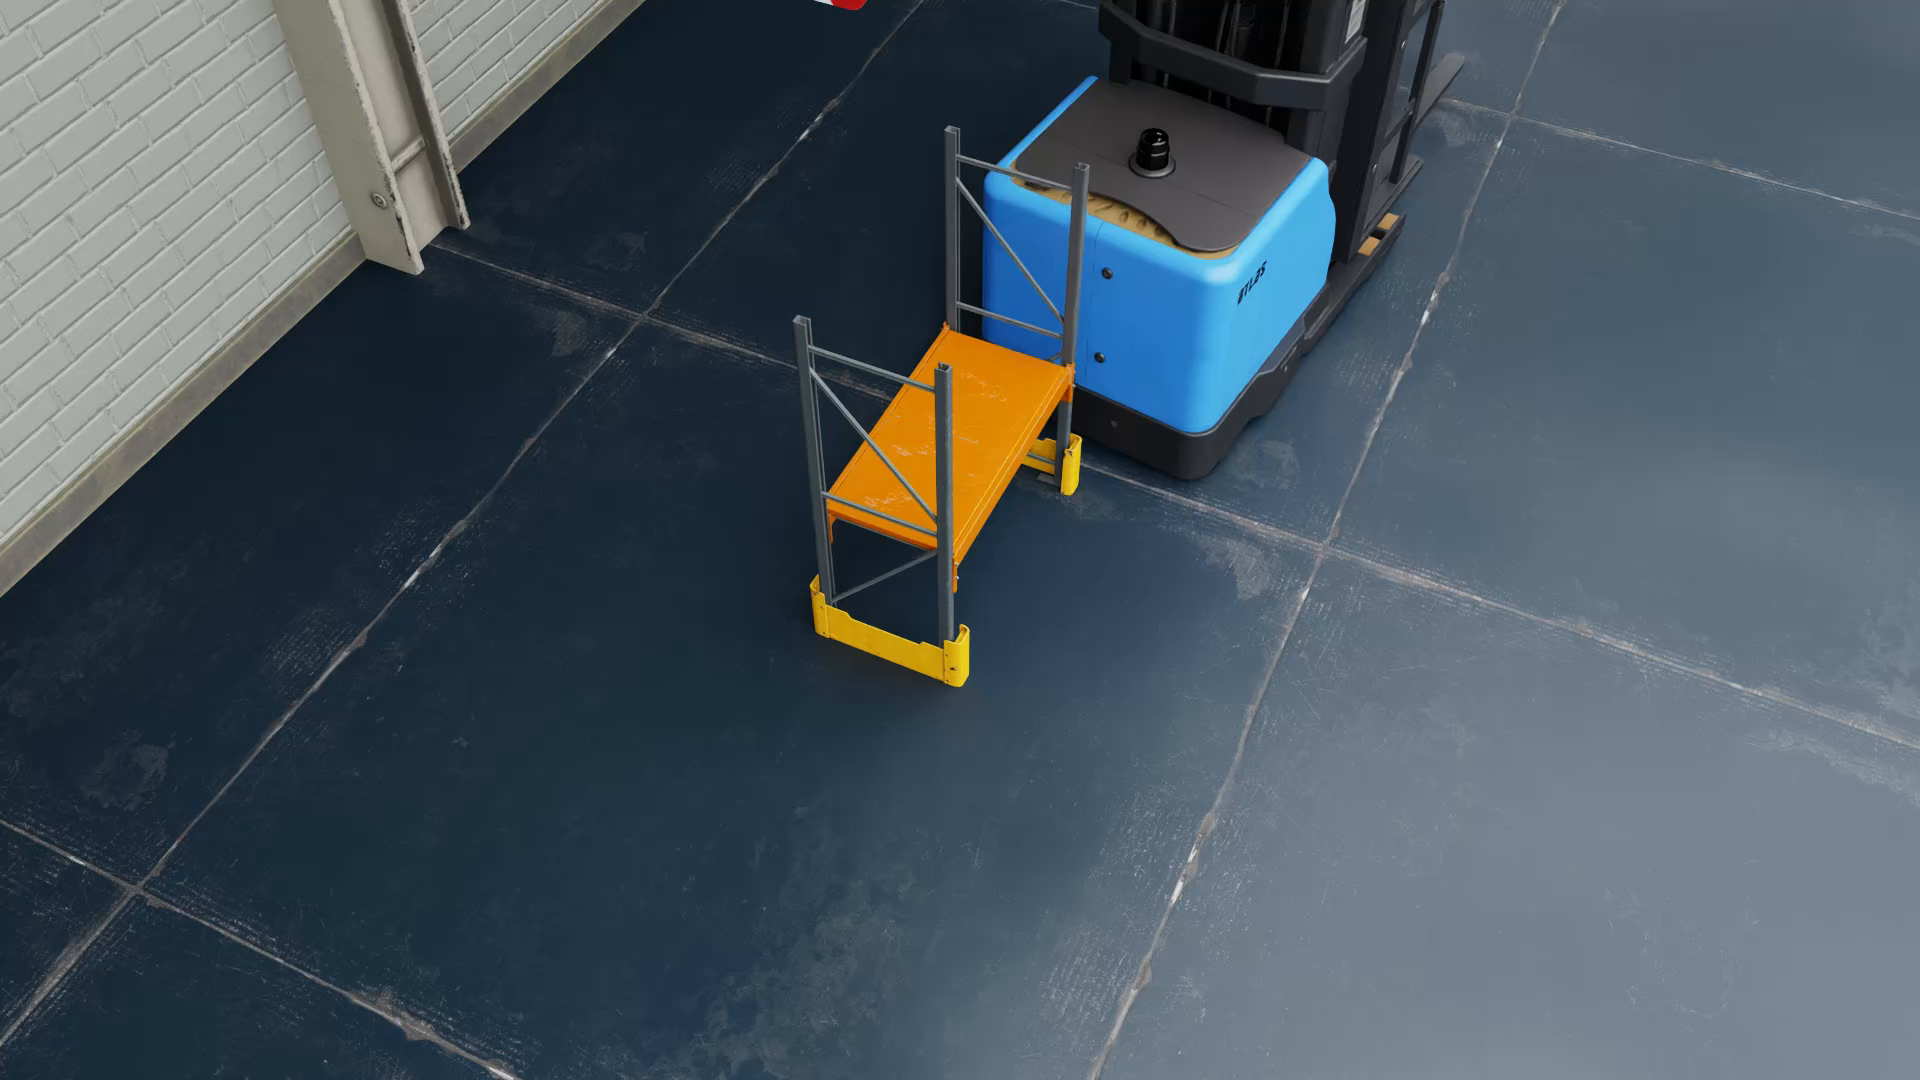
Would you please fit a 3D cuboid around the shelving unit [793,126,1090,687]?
[{"bbox_3d":[-0.033,-0.434,5.634,0.587,1.500,1.083,20,52,16],"label":"shelving unit"}]

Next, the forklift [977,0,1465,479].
[{"bbox_3d":[1.297,-2.286,6.271,1.130,2.935,3.031,27,55,21],"label":"forklift"}]

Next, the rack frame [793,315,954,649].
[{"bbox_3d":[-0.254,-0.077,5.331,0.500,1.500,0.032,20,52,16],"label":"rack frame"}]

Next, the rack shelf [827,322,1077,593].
[{"bbox_3d":[-0.036,-0.311,5.766,0.538,0.185,1.000,20,52,16],"label":"rack shelf"}]

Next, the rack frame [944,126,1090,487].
[{"bbox_3d":[0.181,-0.777,5.927,0.500,1.500,0.032,20,52,16],"label":"rack frame"}]

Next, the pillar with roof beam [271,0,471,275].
[{"bbox_3d":[1.478,-2.852,2.768,9.100,9.000,0.400,20,52,16],"label":"pillar with roof beam"}]

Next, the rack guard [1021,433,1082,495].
[{"bbox_3d":[0.180,-0.371,6.402,0.587,0.250,0.087,20,52,16],"label":"rack guard"}]

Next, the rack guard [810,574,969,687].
[{"bbox_3d":[-0.245,0.314,5.818,0.587,0.250,0.087,20,52,16],"label":"rack guard"}]
